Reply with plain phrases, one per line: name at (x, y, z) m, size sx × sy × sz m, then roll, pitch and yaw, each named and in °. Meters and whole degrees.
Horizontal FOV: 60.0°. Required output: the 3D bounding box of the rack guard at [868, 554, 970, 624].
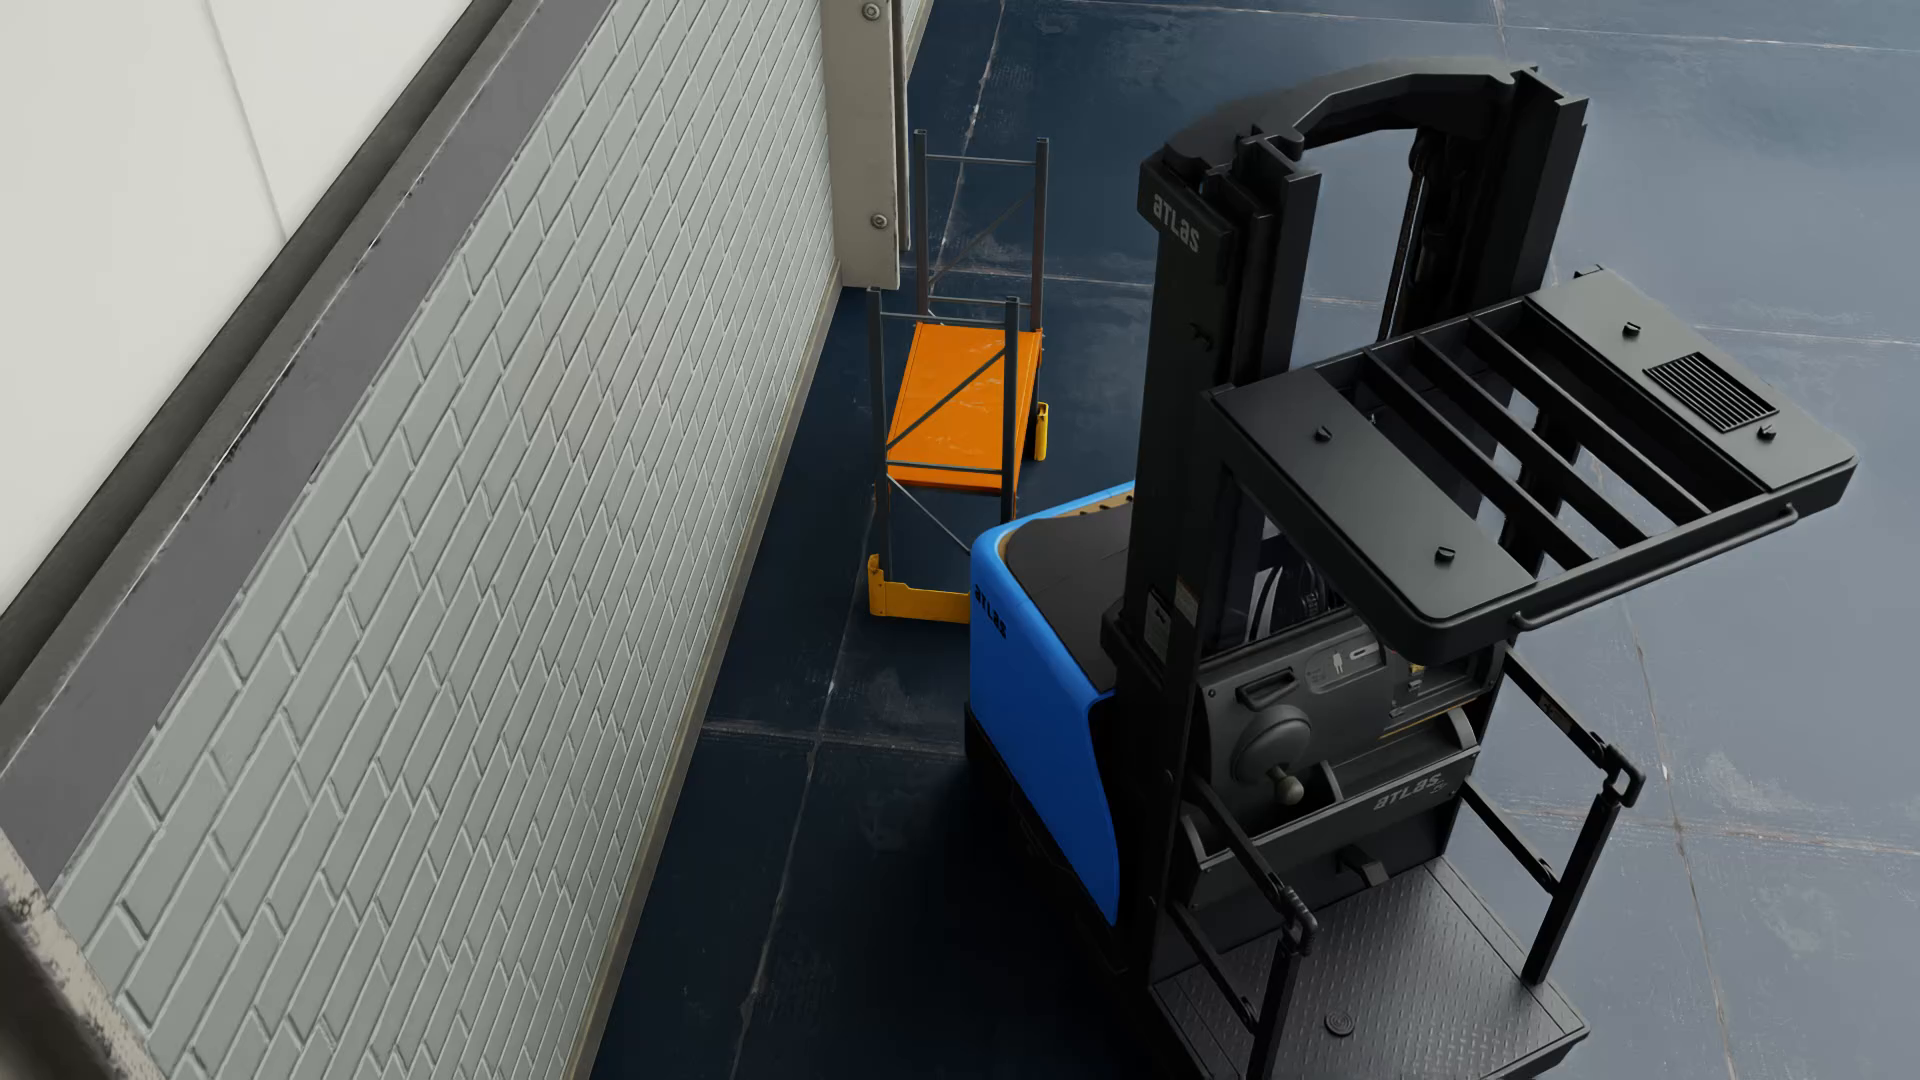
rack guard at (-0.056, 0.197, 6.360) m, size 0.587 × 0.250 × 0.087 m, roll 5°, pitch 44°, yaw 6°

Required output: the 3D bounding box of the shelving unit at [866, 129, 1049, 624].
shelving unit at (0.010, -0.597, 6.289) m, size 0.587 × 1.500 × 1.083 m, roll 5°, pitch 44°, yaw 6°

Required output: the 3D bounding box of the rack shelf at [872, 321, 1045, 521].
rack shelf at (0.011, -0.472, 6.419) m, size 0.538 × 0.185 × 1.000 m, roll 5°, pitch 44°, yaw 6°

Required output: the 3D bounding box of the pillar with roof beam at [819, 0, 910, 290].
pillar with roof beam at (3.841, -4.232, 4.674) m, size 9.100 × 9.000 × 0.400 m, roll 5°, pitch 44°, yaw 6°

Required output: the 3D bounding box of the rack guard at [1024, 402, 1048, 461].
rack guard at (0.076, -0.482, 7.077) m, size 0.587 × 0.250 × 0.087 m, roll 5°, pitch 44°, yaw 6°

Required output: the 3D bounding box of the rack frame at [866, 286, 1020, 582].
rack frame at (-0.056, -0.256, 5.930) m, size 0.500 × 1.500 × 0.032 m, roll 5°, pitch 44°, yaw 6°

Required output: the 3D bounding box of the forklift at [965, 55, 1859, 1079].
forklift at (1.118, 0.463, 4.130) m, size 1.130 × 2.935 × 3.031 m, roll -19°, pitch 47°, yaw -19°

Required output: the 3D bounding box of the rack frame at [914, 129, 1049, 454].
rack frame at (0.078, -0.949, 6.662) m, size 0.500 × 1.500 × 0.032 m, roll 5°, pitch 44°, yaw 6°
